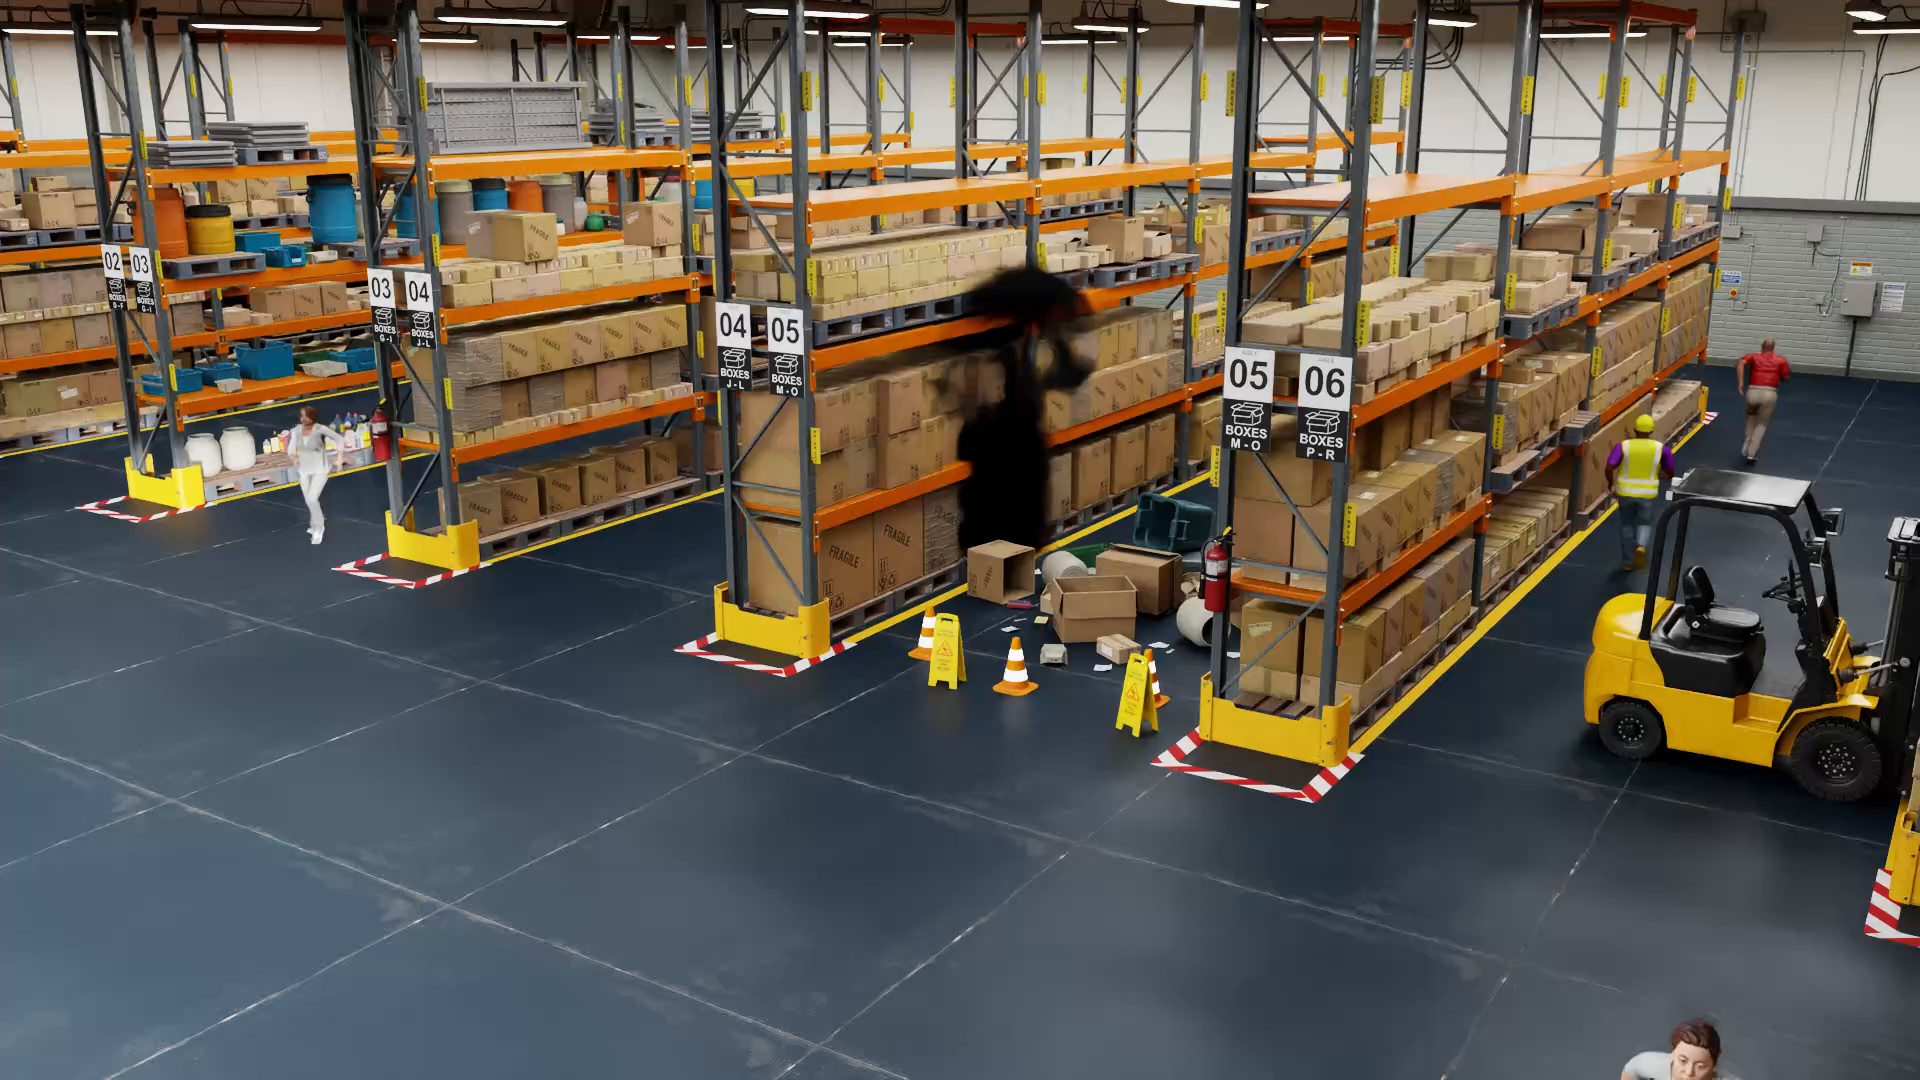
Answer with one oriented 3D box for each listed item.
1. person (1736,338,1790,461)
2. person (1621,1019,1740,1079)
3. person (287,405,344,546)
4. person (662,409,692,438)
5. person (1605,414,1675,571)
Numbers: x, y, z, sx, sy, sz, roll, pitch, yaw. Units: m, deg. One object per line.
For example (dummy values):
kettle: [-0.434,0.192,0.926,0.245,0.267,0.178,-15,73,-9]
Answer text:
person: [11.093,-1.946,23.057,0.645,1.672,0.910,10,19,32]
person: [3.007,2.617,6.919,0.556,1.602,0.711,8,18,27]
person: [-7.338,-0.698,18.973,0.572,1.525,0.689,2,16,8]
person: [-4.248,-2.397,24.767,0.600,1.678,0.820,7,17,23]
person: [7.225,-0.486,17.745,0.699,1.728,0.687,6,17,19]
